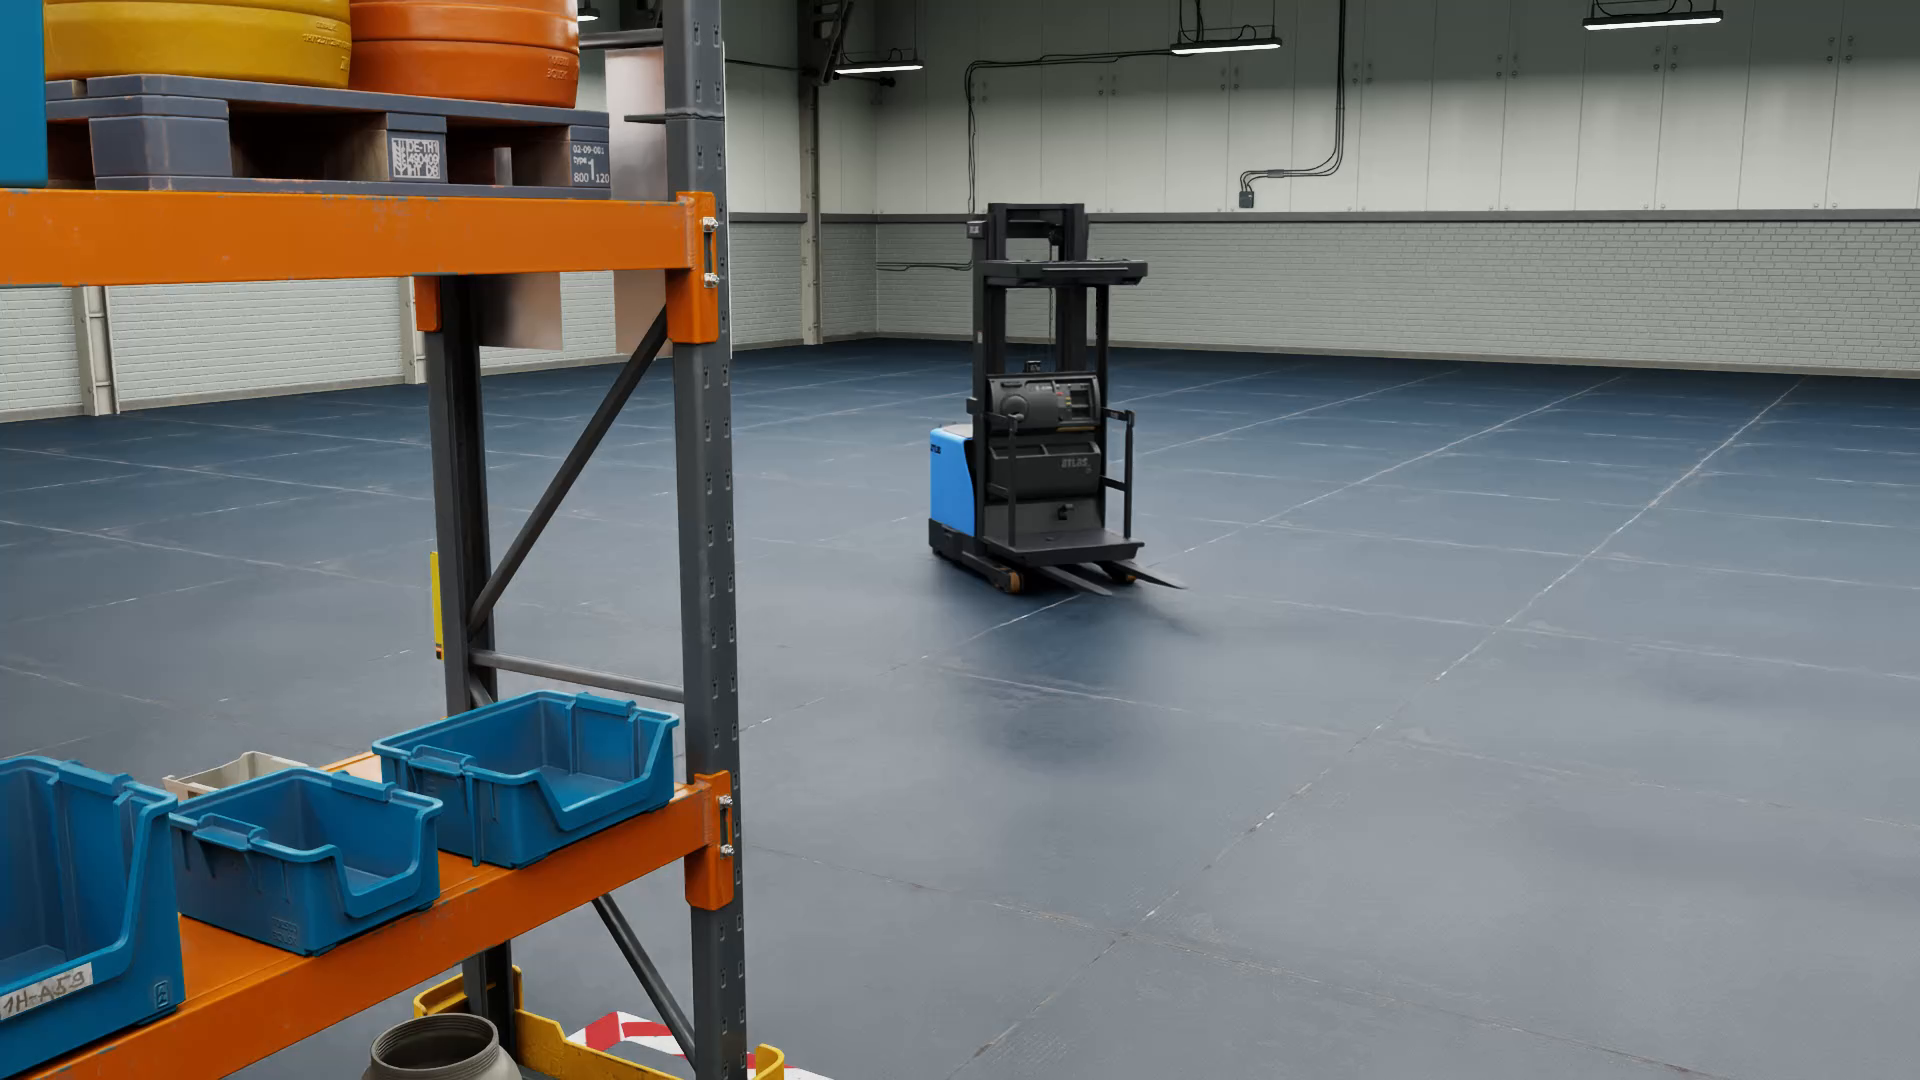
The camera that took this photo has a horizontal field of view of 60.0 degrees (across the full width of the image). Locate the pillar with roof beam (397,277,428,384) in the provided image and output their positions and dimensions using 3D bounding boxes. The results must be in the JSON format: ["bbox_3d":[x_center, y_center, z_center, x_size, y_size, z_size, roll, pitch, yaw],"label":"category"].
[{"bbox_3d":[-6.103,-6.850,27.005,9.100,9.000,0.548,6,12,31],"label":"pillar with roof beam"}]

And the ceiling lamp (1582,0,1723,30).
[{"bbox_3d":[10.851,-9.576,25.701,2.000,3.185,0.800,6,12,31],"label":"ceiling lamp"}]

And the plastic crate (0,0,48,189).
[{"bbox_3d":[-1.781,-0.749,2.612,0.392,0.384,0.575,6,12,31],"label":"plastic crate"}]

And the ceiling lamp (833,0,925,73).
[{"bbox_3d":[-1.499,-10.956,33.075,2.000,3.185,0.800,6,12,31],"label":"ceiling lamp"}]

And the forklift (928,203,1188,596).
[{"bbox_3d":[0.751,-1.118,12.878,1.130,2.935,3.031,-4,11,-22],"label":"forklift"}]

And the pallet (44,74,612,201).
[{"bbox_3d":[-1.562,-0.872,3.739,1.003,0.211,1.213,6,12,31],"label":"pallet"}]

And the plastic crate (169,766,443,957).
[{"bbox_3d":[-1.395,0.670,3.541,0.499,0.251,0.408,6,12,31],"label":"plastic crate"}]

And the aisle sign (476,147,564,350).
[{"bbox_3d":[-1.261,-0.929,4.613,0.394,0.787,0.004,6,12,31],"label":"aisle sign"}]

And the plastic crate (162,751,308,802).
[{"bbox_3d":[-1.788,0.628,4.079,0.298,0.136,0.250,6,12,31],"label":"plastic crate"}]

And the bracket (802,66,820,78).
[{"bbox_3d":[-3.464,-10.819,38.421,0.235,0.232,0.430,6,12,31],"label":"bracket"}]

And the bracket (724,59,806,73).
[{"bbox_3d":[-4.802,-10.414,36.257,0.076,0.066,4.783,6,12,31],"label":"bracket"}]

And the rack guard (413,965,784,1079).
[{"bbox_3d":[-1.048,1.633,4.785,1.175,0.500,0.348,6,12,31],"label":"rack guard"}]

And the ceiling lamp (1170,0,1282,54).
[{"bbox_3d":[4.817,-10.250,29.304,2.000,3.185,0.800,6,12,31],"label":"ceiling lamp"}]

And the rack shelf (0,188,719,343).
[{"bbox_3d":[-2.087,-0.418,2.753,1.077,0.370,4.000,6,12,31],"label":"rack shelf"}]

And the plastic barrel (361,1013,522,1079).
[{"bbox_3d":[-1.325,1.516,4.241,0.421,0.512,0.421,0,11,0],"label":"plastic barrel"}]

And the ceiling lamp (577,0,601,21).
[{"bbox_3d":[-6.229,-9.524,25.422,2.000,3.185,0.800,6,12,31],"label":"ceiling lamp"}]

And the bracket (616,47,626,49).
[{"bbox_3d":[-7.917,-9.470,31.217,0.076,0.066,4.783,6,12,31],"label":"bracket"}]

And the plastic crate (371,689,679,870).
[{"bbox_3d":[-1.053,0.569,4.083,0.499,0.251,0.616,6,12,31],"label":"plastic crate"}]

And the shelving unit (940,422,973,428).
[{"bbox_3d":[-0.028,-0.508,14.727,0.215,1.050,0.252,6,12,31],"label":"shelving unit"}]

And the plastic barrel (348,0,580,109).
[{"bbox_3d":[-1.192,-1.415,3.815,0.600,0.830,0.708,6,12,31],"label":"plastic barrel"}]

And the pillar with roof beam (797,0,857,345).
[{"bbox_3d":[0.127,-8.737,37.085,9.100,9.000,0.548,6,12,31],"label":"pillar with roof beam"}]

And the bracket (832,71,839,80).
[{"bbox_3d":[-3.033,-10.949,39.119,0.235,0.232,0.430,6,12,31],"label":"bracket"}]

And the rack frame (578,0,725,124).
[{"bbox_3d":[-1.048,-2.560,4.091,1.000,3.000,0.127,6,12,31],"label":"rack frame"}]

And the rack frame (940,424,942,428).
[{"bbox_3d":[-0.091,-0.488,14.625,0.200,1.050,0.008,6,12,31],"label":"rack frame"}]

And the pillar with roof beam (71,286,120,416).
[{"bbox_3d":[-9.218,-5.907,21.964,9.100,9.000,0.400,6,12,31],"label":"pillar with roof beam"}]

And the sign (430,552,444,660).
[{"bbox_3d":[-1.516,0.199,4.902,0.100,0.325,0.005,6,12,31],"label":"sign"}]

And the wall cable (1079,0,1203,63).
[{"bbox_3d":[4.065,-12.123,37.525,3.097,2.526,0.112,6,12,31],"label":"wall cable"}]

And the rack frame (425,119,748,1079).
[{"bbox_3d":[-1.048,0.388,4.643,1.000,3.000,0.127,6,12,31],"label":"rack frame"}]

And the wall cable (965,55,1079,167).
[{"bbox_3d":[1.420,-10.183,39.523,3.097,2.526,0.112,6,12,31],"label":"wall cable"}]

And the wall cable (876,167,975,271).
[{"bbox_3d":[-0.892,-7.959,41.368,3.097,2.526,0.112,6,12,31],"label":"wall cable"}]

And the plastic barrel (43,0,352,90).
[{"bbox_3d":[-1.532,-1.194,3.288,0.600,0.588,0.600,0,11,0],"label":"plastic barrel"}]

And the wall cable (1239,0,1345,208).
[{"bbox_3d":[7.213,-10.248,35.912,2.305,6.003,0.169,6,12,31],"label":"wall cable"}]

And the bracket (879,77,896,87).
[{"bbox_3d":[-1.803,-11.322,41.110,0.235,0.232,0.430,6,12,31],"label":"bracket"}]

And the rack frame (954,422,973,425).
[{"bbox_3d":[0.036,-0.527,14.830,0.200,1.050,0.008,6,12,31],"label":"rack frame"}]

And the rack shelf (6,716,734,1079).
[{"bbox_3d":[-2.087,1.057,3.029,1.077,0.370,4.000,6,12,31],"label":"rack shelf"}]

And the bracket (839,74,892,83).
[{"bbox_3d":[-2.109,-11.229,40.613,0.076,0.066,3.189,6,12,31],"label":"bracket"}]

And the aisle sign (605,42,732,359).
[{"bbox_3d":[-0.757,-0.872,4.312,0.394,0.787,0.004,6,12,31],"label":"aisle sign"}]

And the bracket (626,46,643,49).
[{"bbox_3d":[-6.579,-9.875,33.381,0.235,0.232,0.430,6,12,31],"label":"bracket"}]

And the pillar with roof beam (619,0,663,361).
[{"bbox_3d":[-2.988,-7.794,32.045,9.100,9.000,0.548,6,12,31],"label":"pillar with roof beam"}]

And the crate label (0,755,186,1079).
[{"bbox_3d":[-1.773,0.686,2.955,0.502,0.435,0.616,6,12,31],"label":"crate label"}]
